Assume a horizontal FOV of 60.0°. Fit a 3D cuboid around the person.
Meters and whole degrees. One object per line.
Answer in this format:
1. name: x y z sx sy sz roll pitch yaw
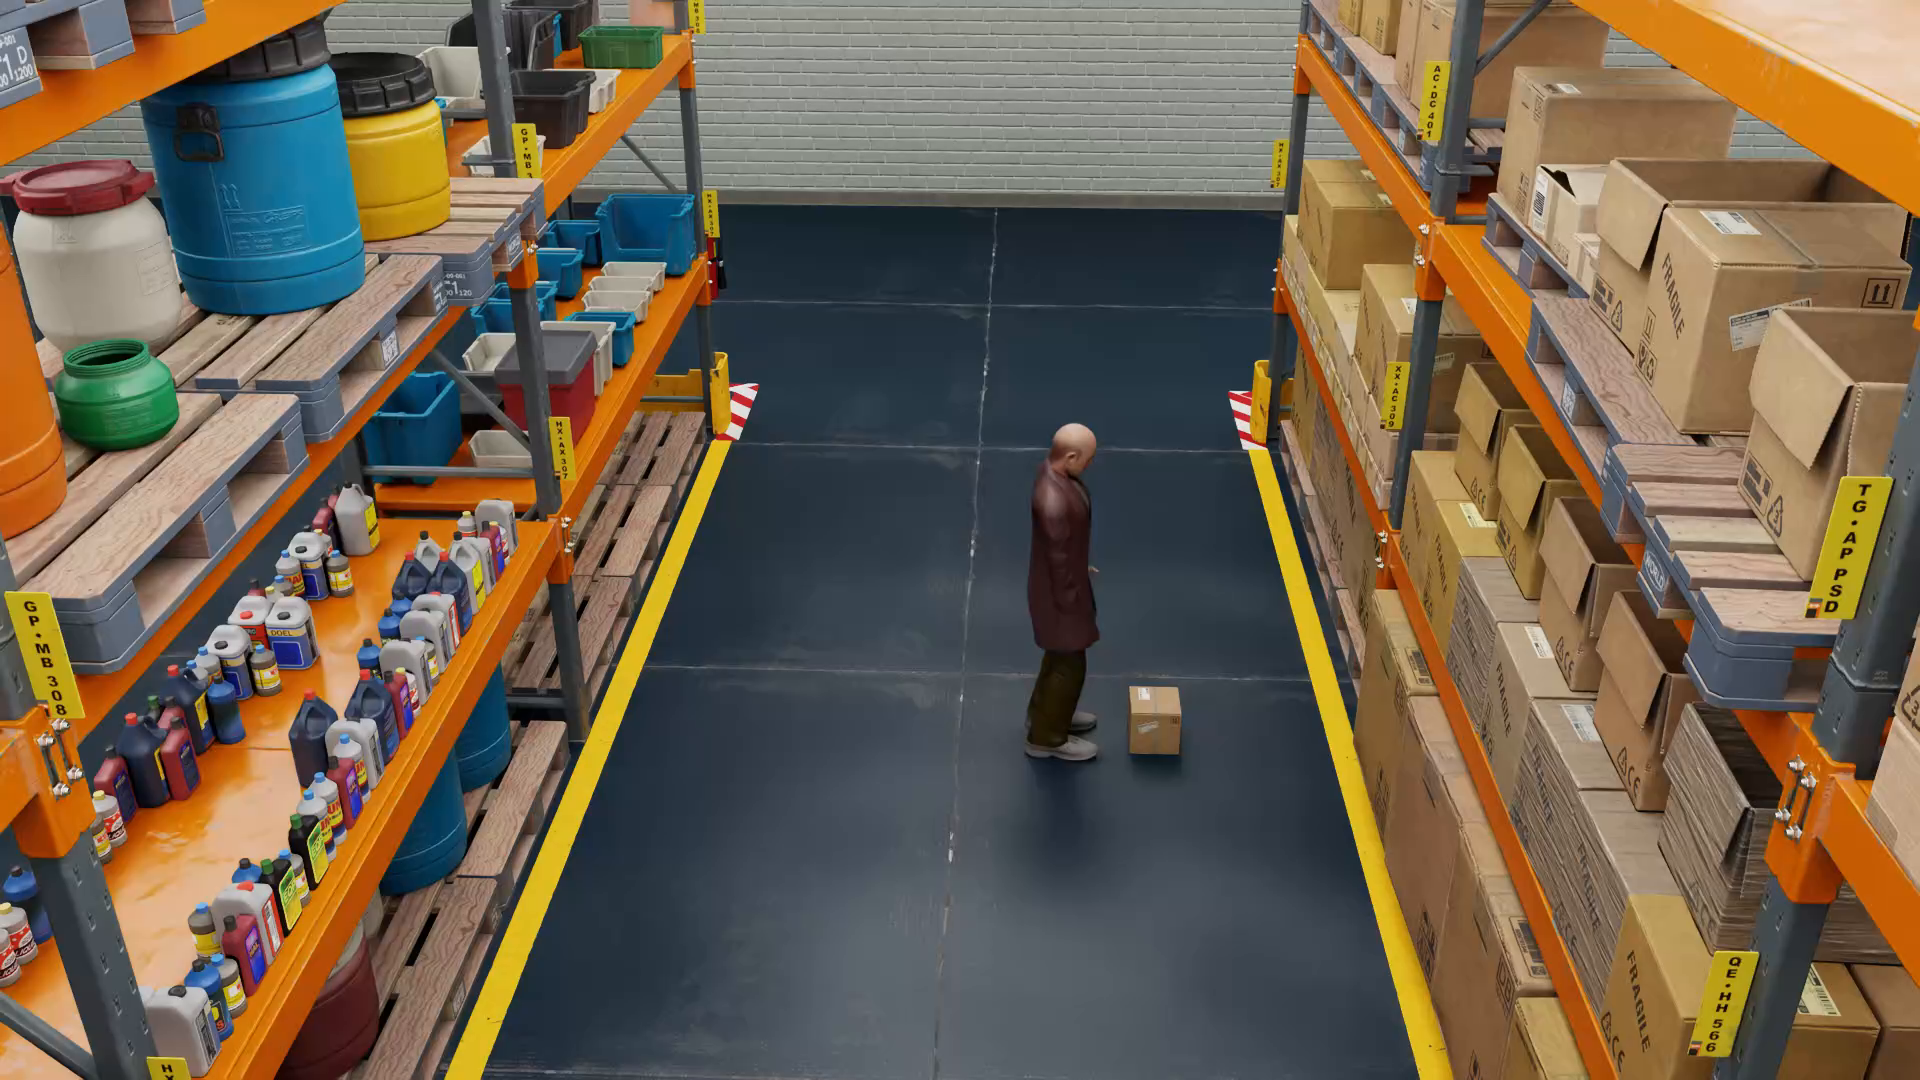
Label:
1. person: 0.523 0.241 8.199 0.382 1.764 0.569 2 28 3
